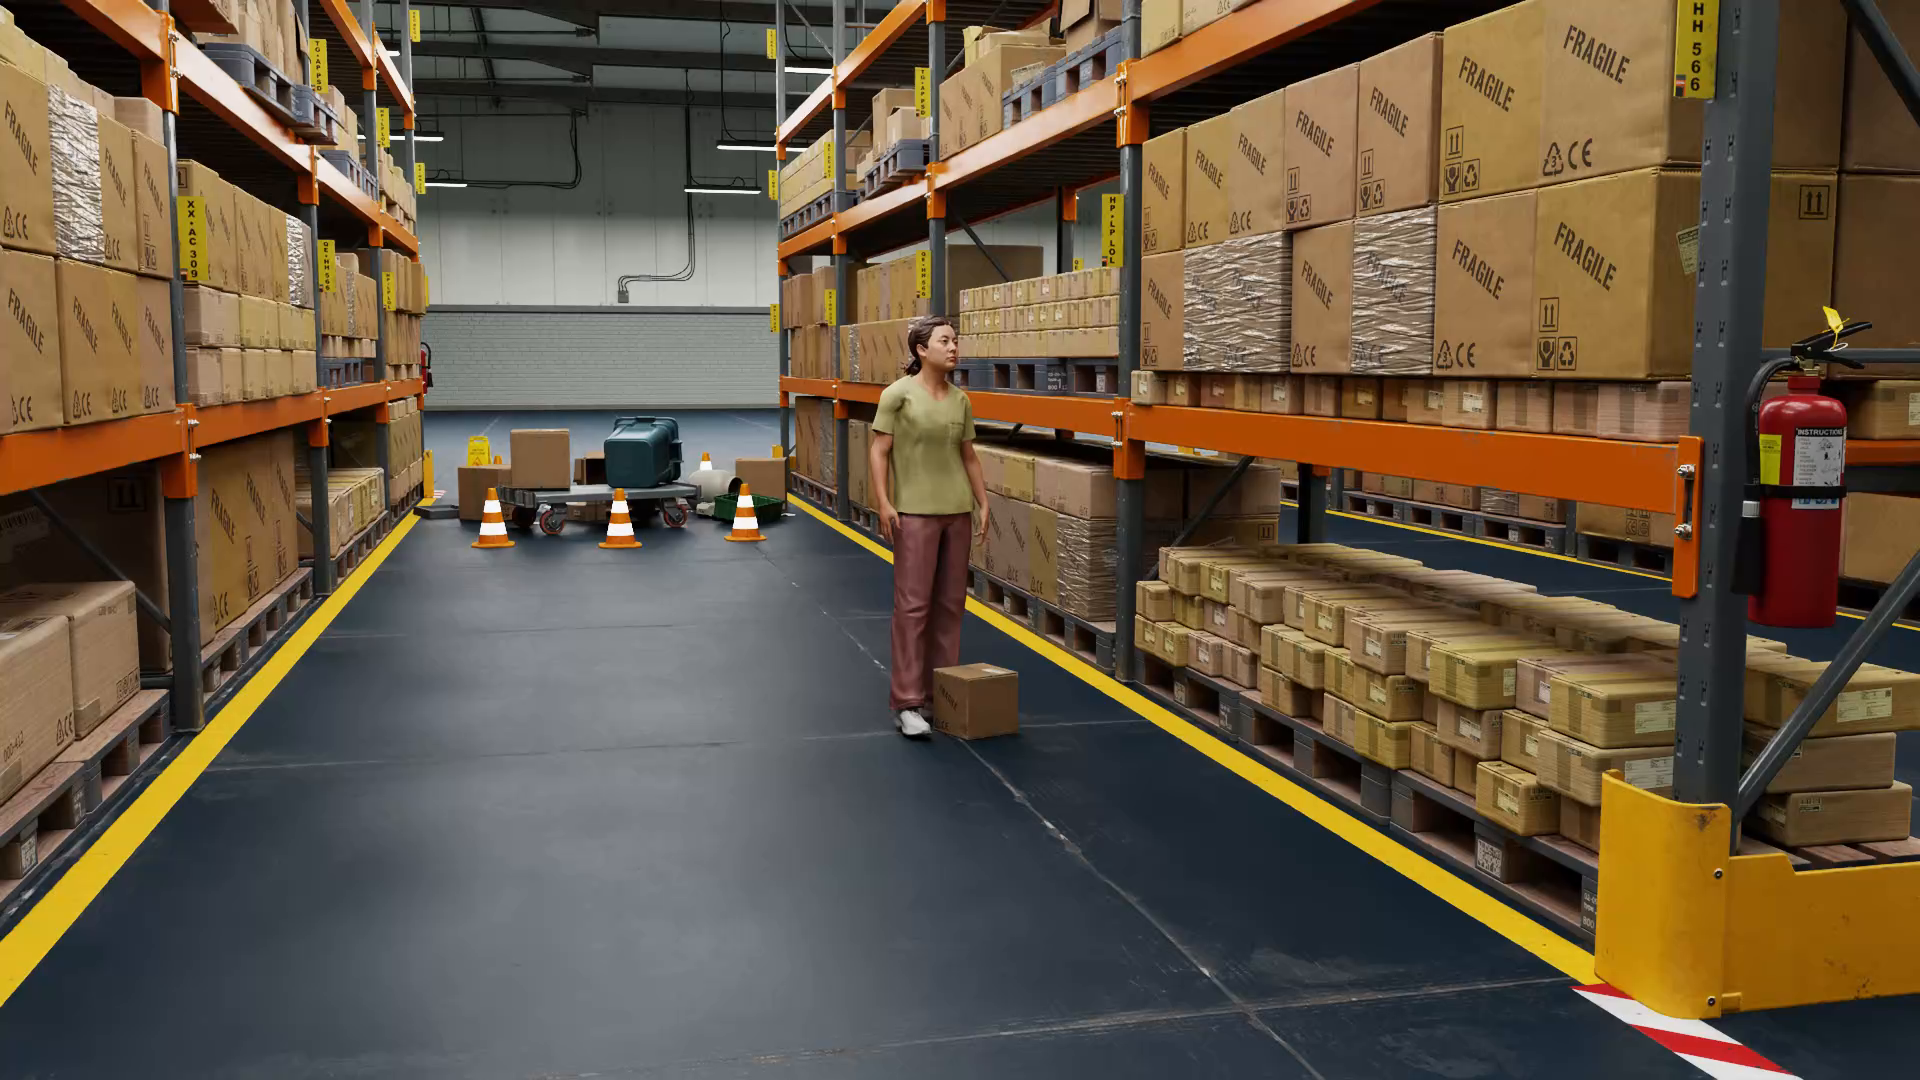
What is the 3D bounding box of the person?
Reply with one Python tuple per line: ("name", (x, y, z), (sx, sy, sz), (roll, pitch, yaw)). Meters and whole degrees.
("person", (-0.077, -0.071, 6.814), (0.553, 1.652, 0.532), (-4, 7, -32))
